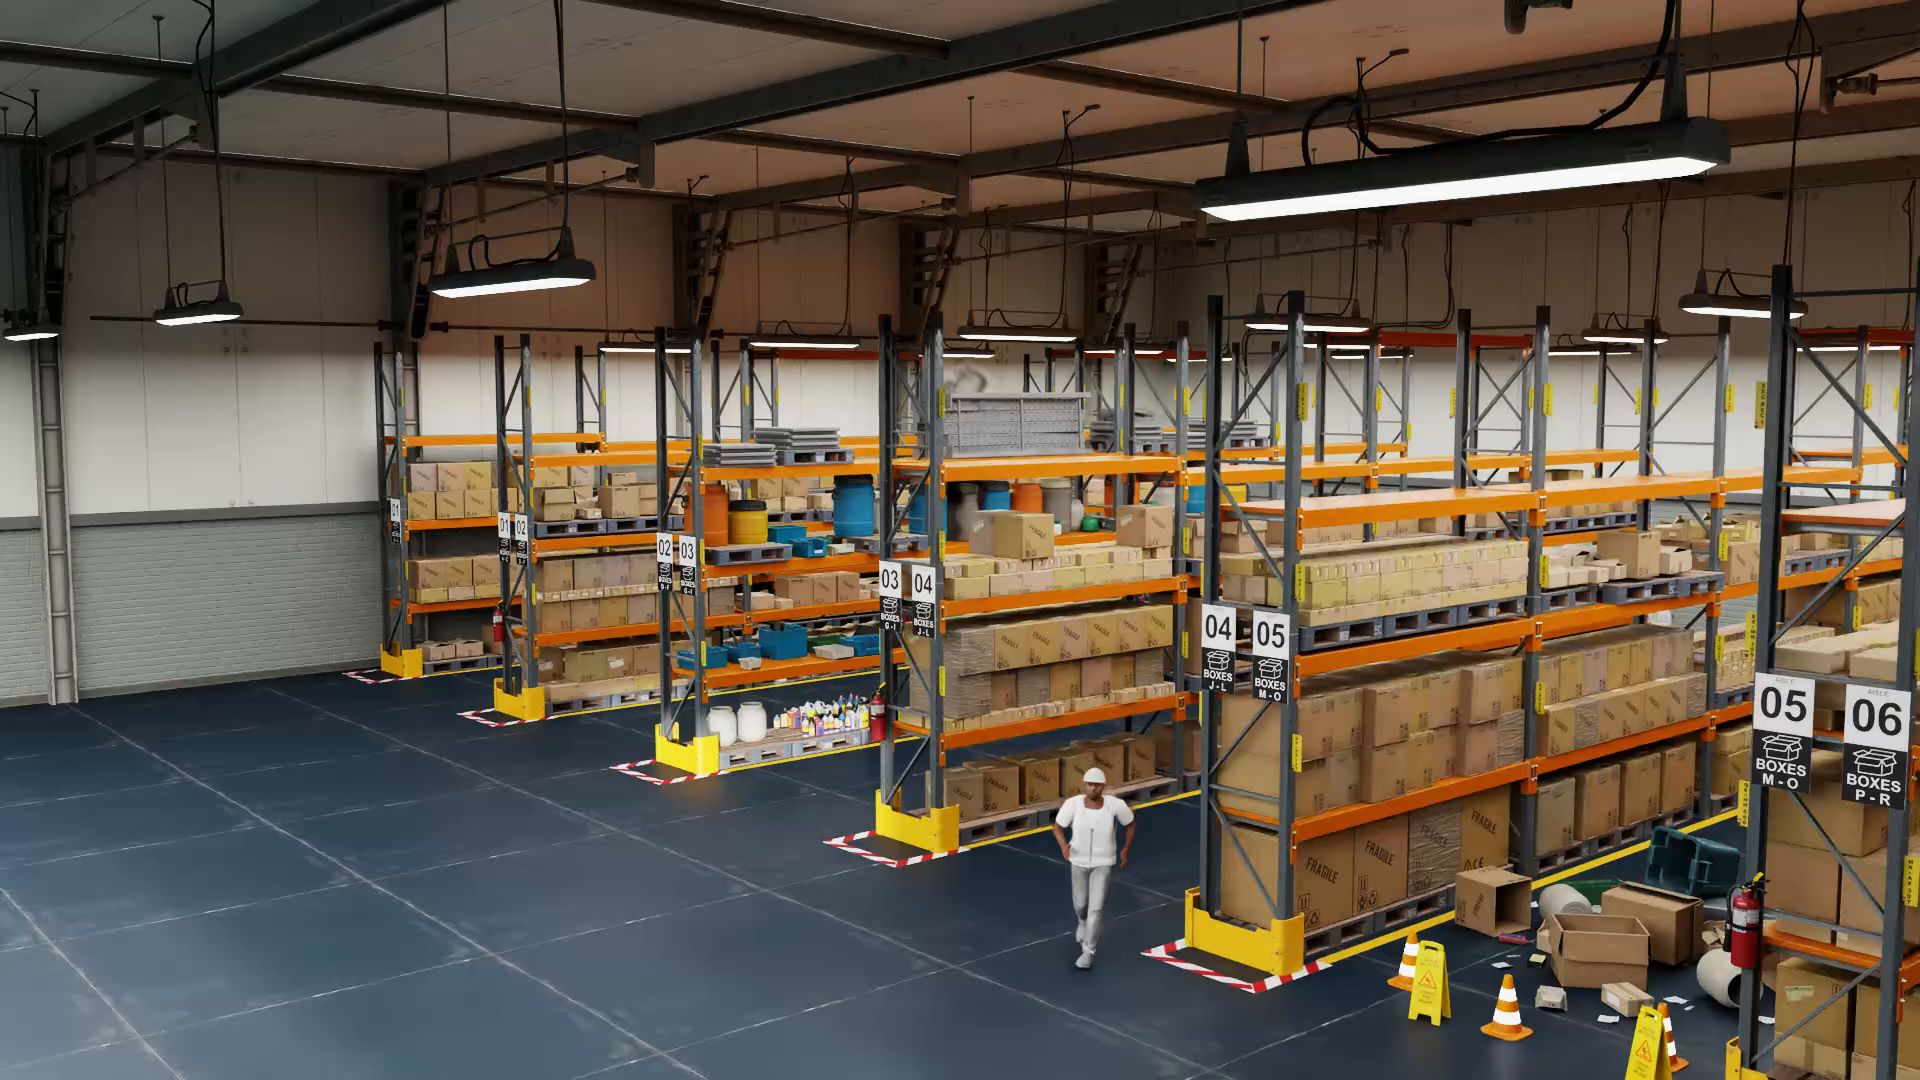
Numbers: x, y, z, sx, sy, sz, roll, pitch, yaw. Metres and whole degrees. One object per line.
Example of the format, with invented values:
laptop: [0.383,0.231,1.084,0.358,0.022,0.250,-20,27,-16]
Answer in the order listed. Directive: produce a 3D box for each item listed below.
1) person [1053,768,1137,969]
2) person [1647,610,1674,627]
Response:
person: [1.217,2.916,15.082,0.753,1.755,0.891,1,5,8]
person: [12.549,1.652,29.878,0.597,1.614,0.530,-2,6,-22]
